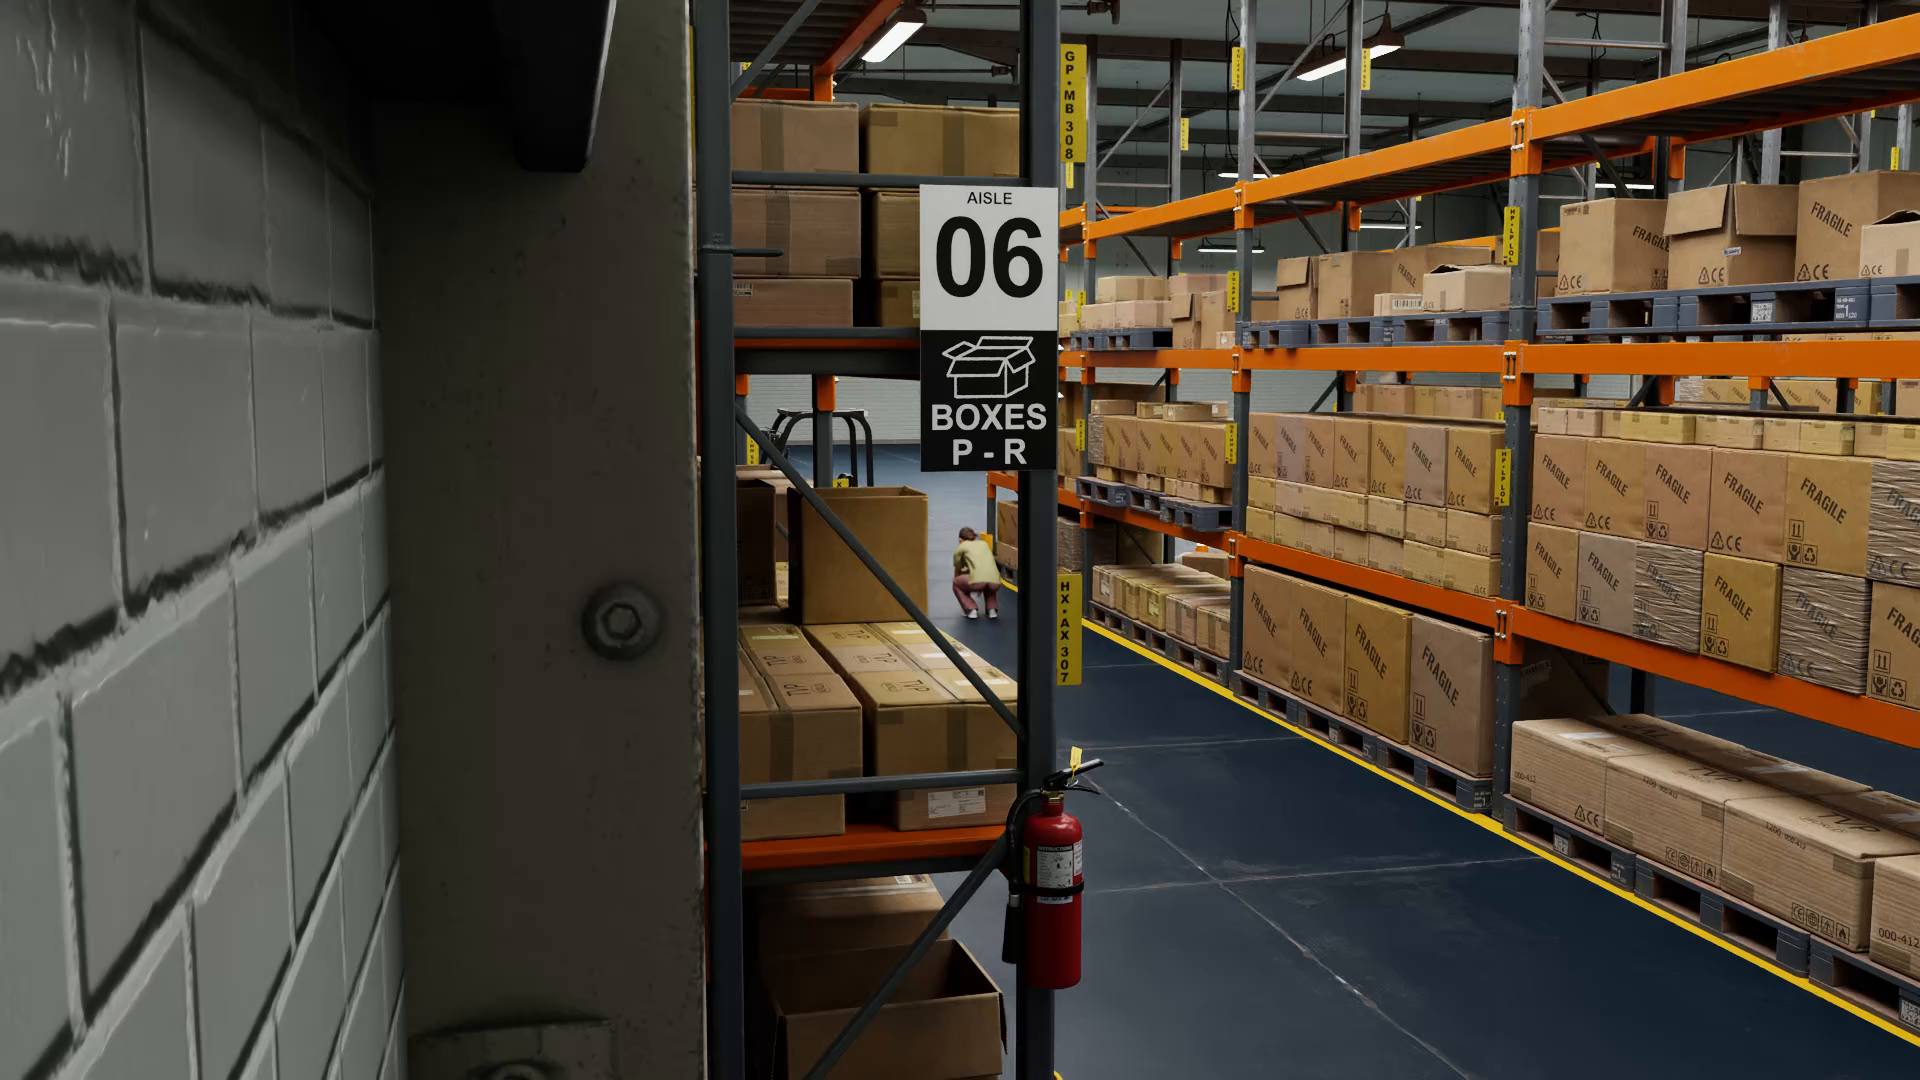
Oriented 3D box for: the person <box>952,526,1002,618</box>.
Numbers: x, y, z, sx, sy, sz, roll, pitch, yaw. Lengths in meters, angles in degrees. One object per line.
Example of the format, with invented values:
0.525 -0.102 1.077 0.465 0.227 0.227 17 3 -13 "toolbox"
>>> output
0.170 0.340 17.766 0.470 0.936 0.818 -2 6 -15 "person"
